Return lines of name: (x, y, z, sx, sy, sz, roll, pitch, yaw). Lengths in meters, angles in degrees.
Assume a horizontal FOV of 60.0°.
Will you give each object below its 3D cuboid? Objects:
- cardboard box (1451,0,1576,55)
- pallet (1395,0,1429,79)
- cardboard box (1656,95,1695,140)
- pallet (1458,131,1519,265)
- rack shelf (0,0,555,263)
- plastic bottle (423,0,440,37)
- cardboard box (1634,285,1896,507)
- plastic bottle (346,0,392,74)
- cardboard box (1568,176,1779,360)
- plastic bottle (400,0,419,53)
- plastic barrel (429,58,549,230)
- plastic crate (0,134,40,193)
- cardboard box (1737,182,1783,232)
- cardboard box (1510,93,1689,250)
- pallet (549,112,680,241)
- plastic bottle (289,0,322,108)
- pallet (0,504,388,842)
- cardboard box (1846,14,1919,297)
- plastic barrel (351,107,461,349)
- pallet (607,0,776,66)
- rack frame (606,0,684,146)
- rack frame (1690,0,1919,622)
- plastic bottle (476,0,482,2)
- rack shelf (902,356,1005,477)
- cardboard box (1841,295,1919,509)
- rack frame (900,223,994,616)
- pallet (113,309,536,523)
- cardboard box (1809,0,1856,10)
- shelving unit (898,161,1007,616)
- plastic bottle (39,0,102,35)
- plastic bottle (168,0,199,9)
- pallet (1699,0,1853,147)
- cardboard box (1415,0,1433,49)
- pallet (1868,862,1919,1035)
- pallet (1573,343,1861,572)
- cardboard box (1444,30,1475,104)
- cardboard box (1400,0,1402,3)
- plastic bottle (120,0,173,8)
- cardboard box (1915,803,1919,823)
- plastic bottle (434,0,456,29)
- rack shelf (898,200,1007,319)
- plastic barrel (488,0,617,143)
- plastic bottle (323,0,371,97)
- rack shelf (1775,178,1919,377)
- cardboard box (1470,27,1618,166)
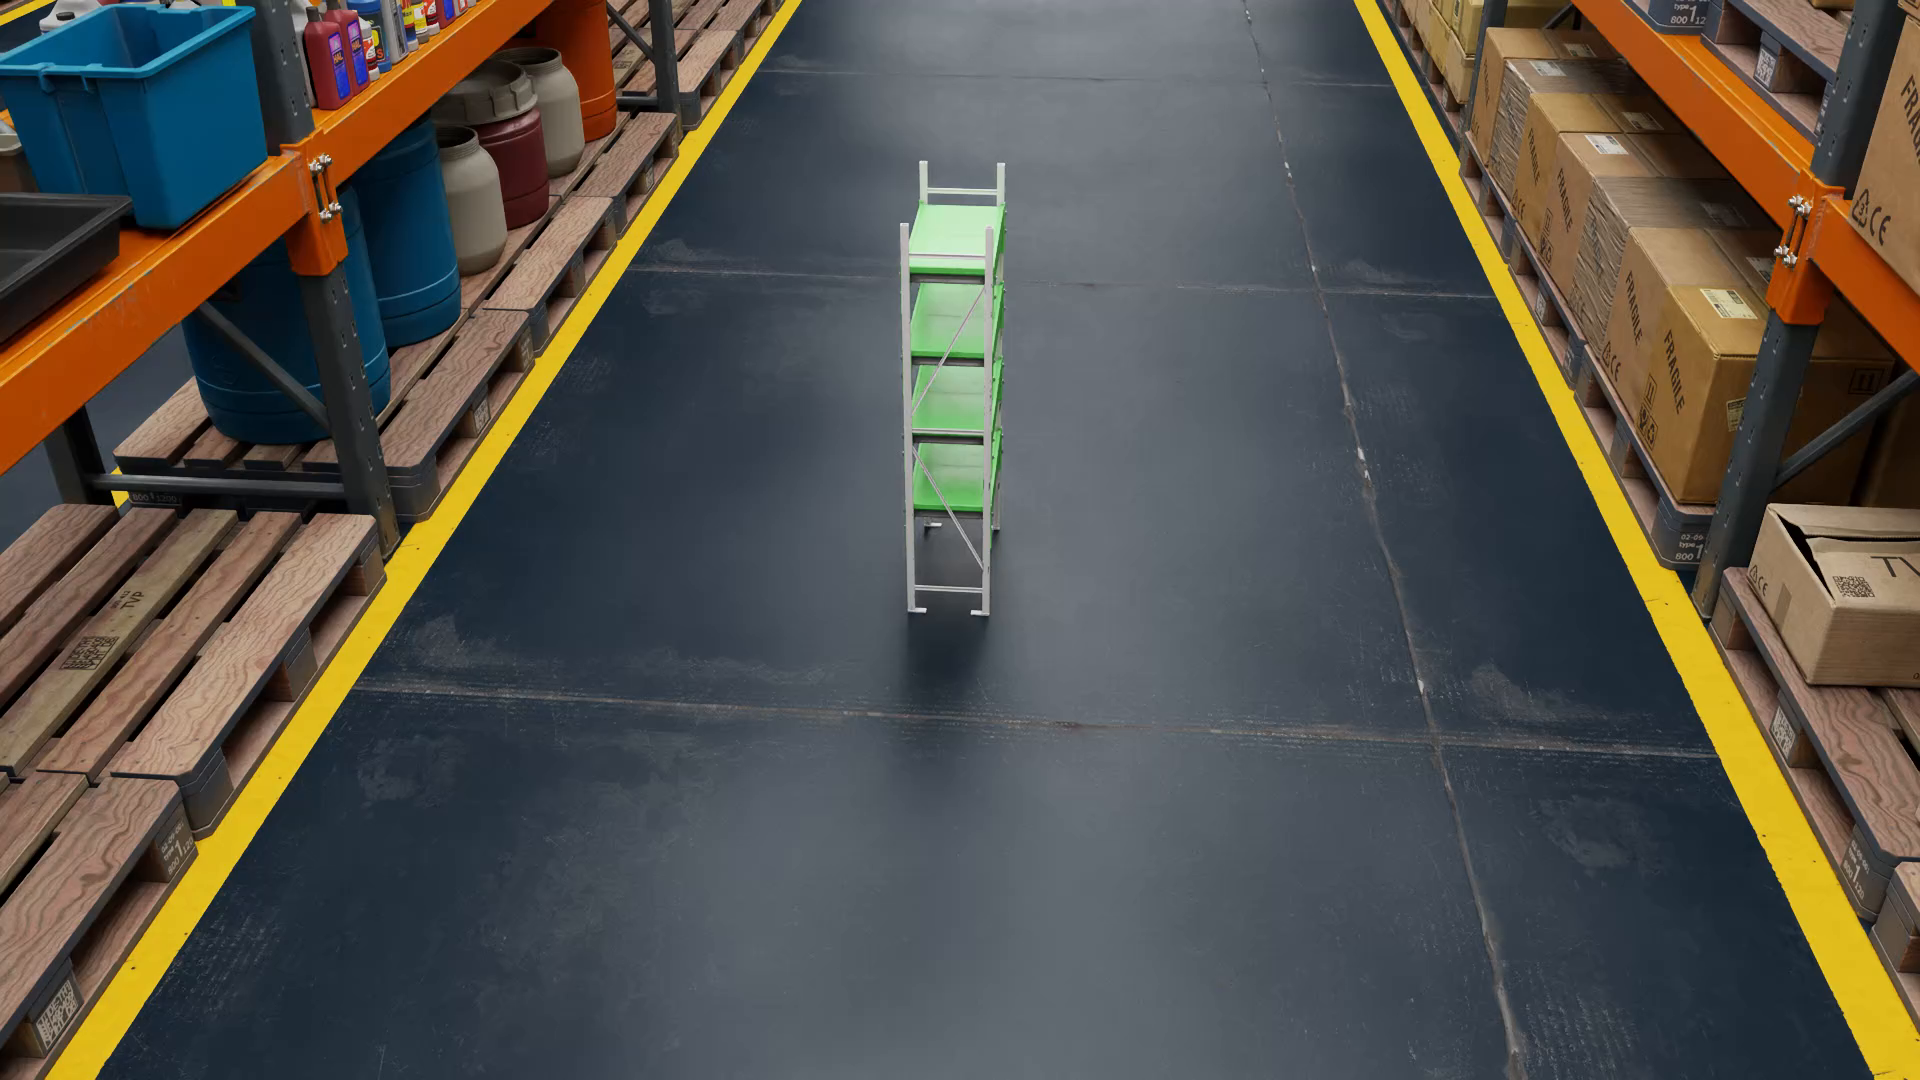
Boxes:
cardboard box: (2.796, -2.672, 8.412, 0.500, 0.311, 0.500, 3, 32, 5)
pallet: (3.206, -3.018, 9.947, 1.003, 0.211, 1.213, 2, 32, 4)
cardboard box: (3.114, -1.494, 6.778, 0.500, 0.500, 0.500, 1, 32, 2)
pallet: (2.900, -1.565, 7.588, 1.003, 0.211, 1.213, 2, 32, 4)
rack shelf: (-2.101, -2.002, 6.325, 1.077, 0.370, 4.000, 2, 32, 4)
plastic bottle: (-1.764, -1.756, 5.430, 0.097, 0.201, 0.097, 0, 32, 0)
cardboard box: (2.427, -0.442, 5.072, 0.500, 0.500, 0.500, 2, 32, 4)
plastic bottle: (-1.799, -1.563, 5.050, 0.097, 0.271, 0.097, 0, 32, 0)
cardboard box: (2.517, -0.963, 5.916, 0.500, 0.500, 0.500, 3, 32, 5)
plastic bottle: (-1.780, -1.684, 5.246, 0.097, 0.271, 0.097, 0, 32, 0)
plastic barrel: (-2.053, -1.659, 6.981, 0.600, 0.588, 0.708, 2, 32, 4)
plastic crate: (-2.444, -0.938, 4.108, 0.396, 0.136, 0.243, 2, 32, 4)
cardboard box: (3.035, -0.955, 5.904, 0.500, 0.500, 0.500, 3, 32, 5)
cardboard box: (2.594, -1.502, 6.791, 0.500, 0.500, 0.500, 2, 32, 3)
pallet: (-1.961, -1.753, 7.893, 1.003, 0.211, 1.213, 2, 32, 4)
plastic bottle: (-1.909, -1.433, 4.763, 0.144, 0.351, 0.185, 2, 32, 4)
pallet: (-2.285, 0.311, 4.544, 1.003, 0.211, 1.213, 2, 32, 4)
cardboard box: (2.360, -0.837, 3.653, 0.500, 0.500, 0.500, 3, 32, 5)
plastic barrel: (-2.145, -1.202, 5.941, 0.600, 0.901, 0.708, 2, 32, 4)
pallet: (-1.735, -3.206, 10.252, 1.003, 0.211, 1.213, 2, 32, 4)
rack frame: (-1.938, -3.354, 7.833, 1.000, 3.000, 0.127, 2, 32, 4)
rack frame: (2.673, -1.049, 4.093, 1.000, 3.000, 0.127, 2, 32, 4)
plastic bottle: (-1.752, -2.041, 5.821, 0.152, 0.276, 0.135, 2, 32, 4)
rack shelf: (-0.013, -0.370, 4.828, 0.258, 0.148, 0.480, 2, 32, 4)
cardboard box: (2.955, -0.415, 5.027, 0.500, 0.500, 0.500, 1, 32, 2)
rack frame: (-0.033, -0.297, 4.588, 0.240, 1.200, 0.015, 2, 32, 4)
pallet: (-2.160, -0.477, 5.823, 1.003, 0.211, 1.213, 2, 32, 4)
cardboard box: (2.927, -1.871, 4.931, 0.700, 0.500, 0.500, 7, 32, 12)
shelving unit: (-0.013, -0.424, 4.795, 0.258, 1.200, 0.503, 2, 32, 4)
plastic bottle: (-2.554, -1.429, 4.829, 0.152, 0.276, 0.135, 2, 32, 4)
plastic bottle: (-2.398, -1.593, 5.165, 0.097, 0.201, 0.097, 0, 32, 0)
pallet: (2.846, -1.380, 4.814, 1.003, 0.211, 1.213, 2, 32, 4)
cardboard box: (2.880, -2.967, 9.425, 0.500, 0.250, 0.500, 3, 32, 5)
pallet: (2.519, 1.137, 3.204, 1.003, 0.211, 1.213, 2, 32, 4)
pallet: (2.701, -0.289, 5.517, 1.003, 0.211, 1.213, 2, 32, 4)
cardboard box: (2.798, -2.434, 8.561, 0.500, 0.250, 0.500, 3, 32, 5)
cardboard box: (2.962, -3.502, 10.294, 0.500, 0.250, 0.500, 2, 32, 2)
plastic bottle: (-2.524, -1.620, 5.139, 0.152, 0.276, 0.135, 2, 32, 4)
cardboard box: (2.362, 0.633, 3.645, 0.380, 0.166, 0.250, 2, 32, 4)
plastic bottle: (-1.737, -1.851, 5.505, 0.061, 0.283, 0.133, 2, 32, 4)
rack shelf: (-0.013, -0.778, 4.576, 0.258, 0.148, 0.480, 2, 32, 4)
plastic barrel: (-1.961, -2.352, 7.876, 0.600, 0.830, 0.708, 2, 32, 4)
plastic bottle: (-1.798, -1.456, 4.865, 0.061, 0.283, 0.133, 2, 32, 4)
rack shelf: (2.510, 0.303, 2.585, 1.077, 0.370, 4.000, 2, 32, 4)
cardboard box: (2.676, -2.038, 7.661, 0.500, 0.500, 0.500, 4, 32, 6)
